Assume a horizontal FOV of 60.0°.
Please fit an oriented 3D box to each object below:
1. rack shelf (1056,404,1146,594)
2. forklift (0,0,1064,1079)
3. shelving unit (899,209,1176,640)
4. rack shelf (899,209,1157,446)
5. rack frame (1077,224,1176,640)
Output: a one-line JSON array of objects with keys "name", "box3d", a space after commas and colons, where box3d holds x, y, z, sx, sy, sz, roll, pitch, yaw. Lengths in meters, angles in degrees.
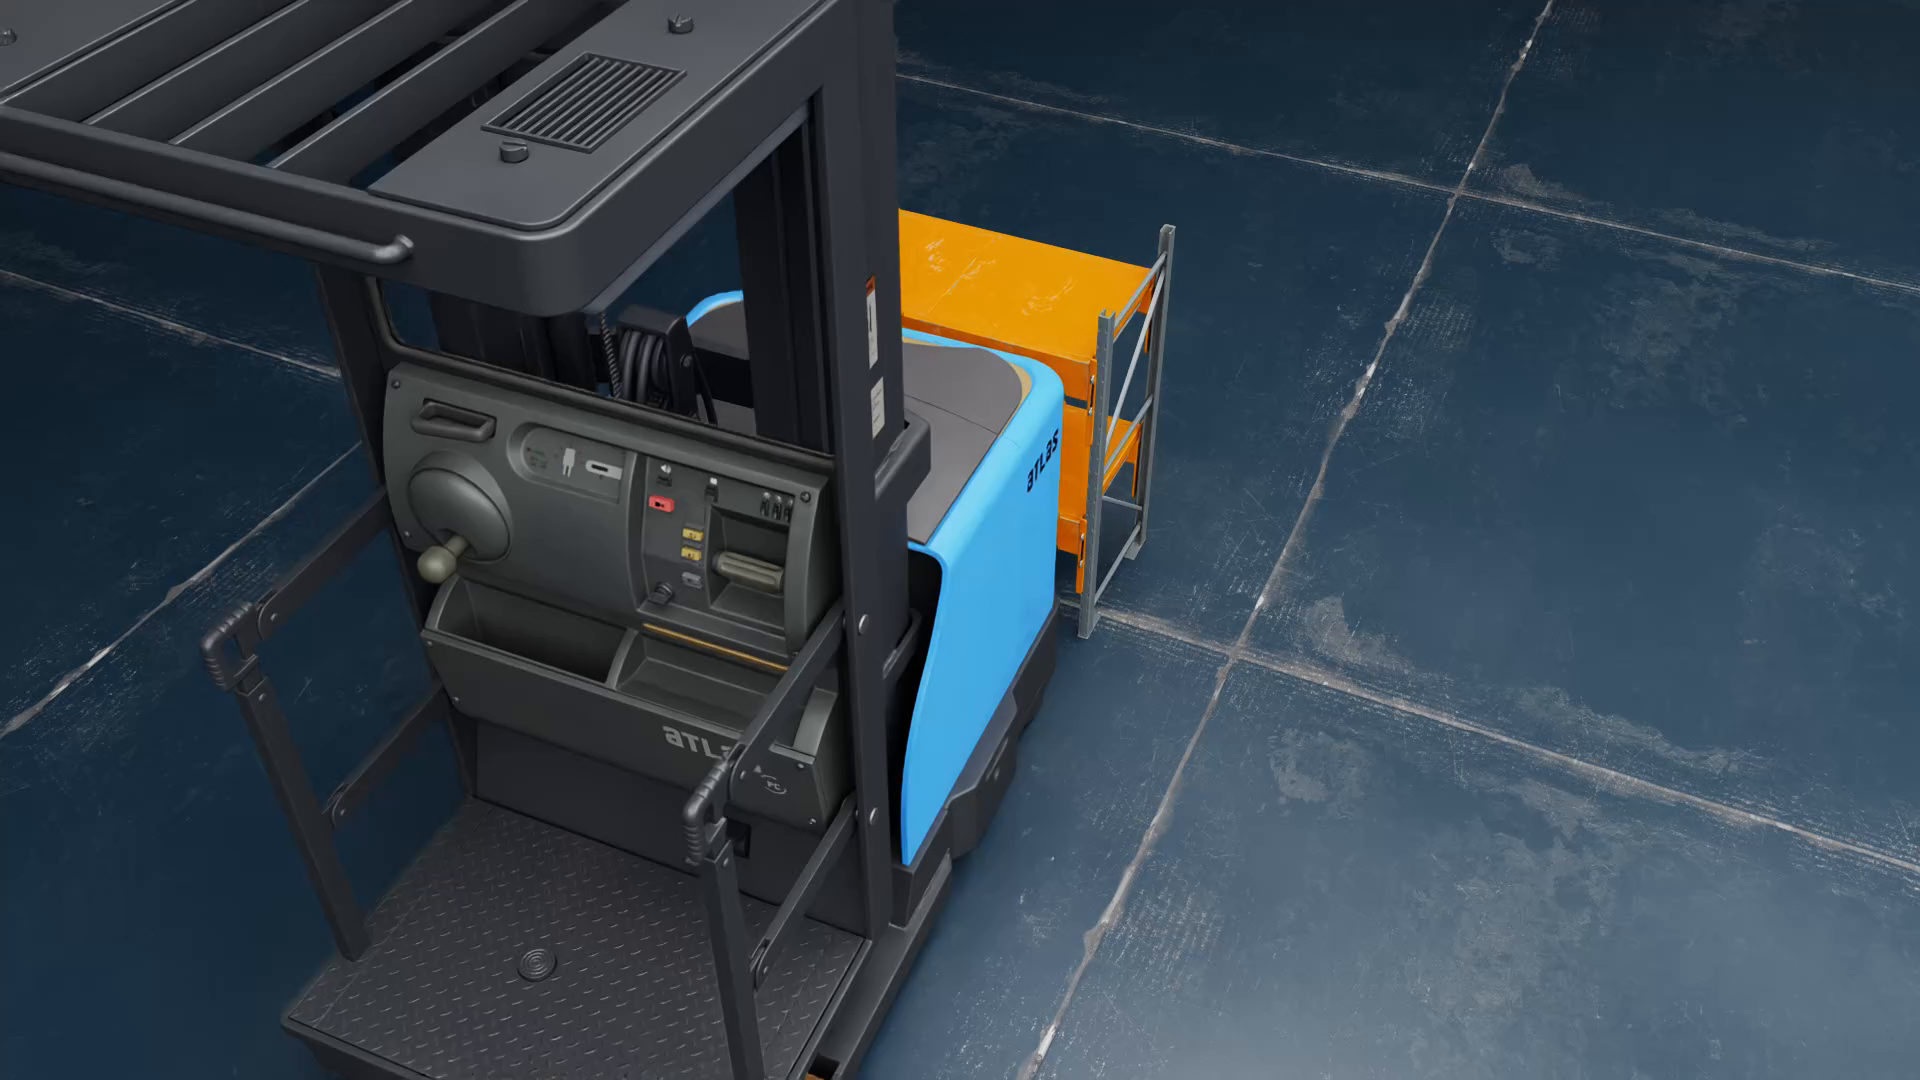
[{"name": "rack shelf", "box3d": [0.006, -0.238, 5.040, 1.000, 0.278, 0.538, 17, 44, 19]}, {"name": "forklift", "box3d": [-0.768, 0.035, 2.972, 1.130, 2.935, 3.031, 16, 43, 17]}, {"name": "shelving unit", "box3d": [0.006, -0.423, 4.879, 1.048, 1.125, 0.538, 17, 44, 19]}, {"name": "rack shelf", "box3d": [0.006, -0.644, 4.688, 1.000, 0.278, 0.538, 17, 44, 19]}, {"name": "rack frame", "box3d": [0.467, -0.282, 4.717, 0.032, 1.125, 0.500, 17, 44, 19]}]
